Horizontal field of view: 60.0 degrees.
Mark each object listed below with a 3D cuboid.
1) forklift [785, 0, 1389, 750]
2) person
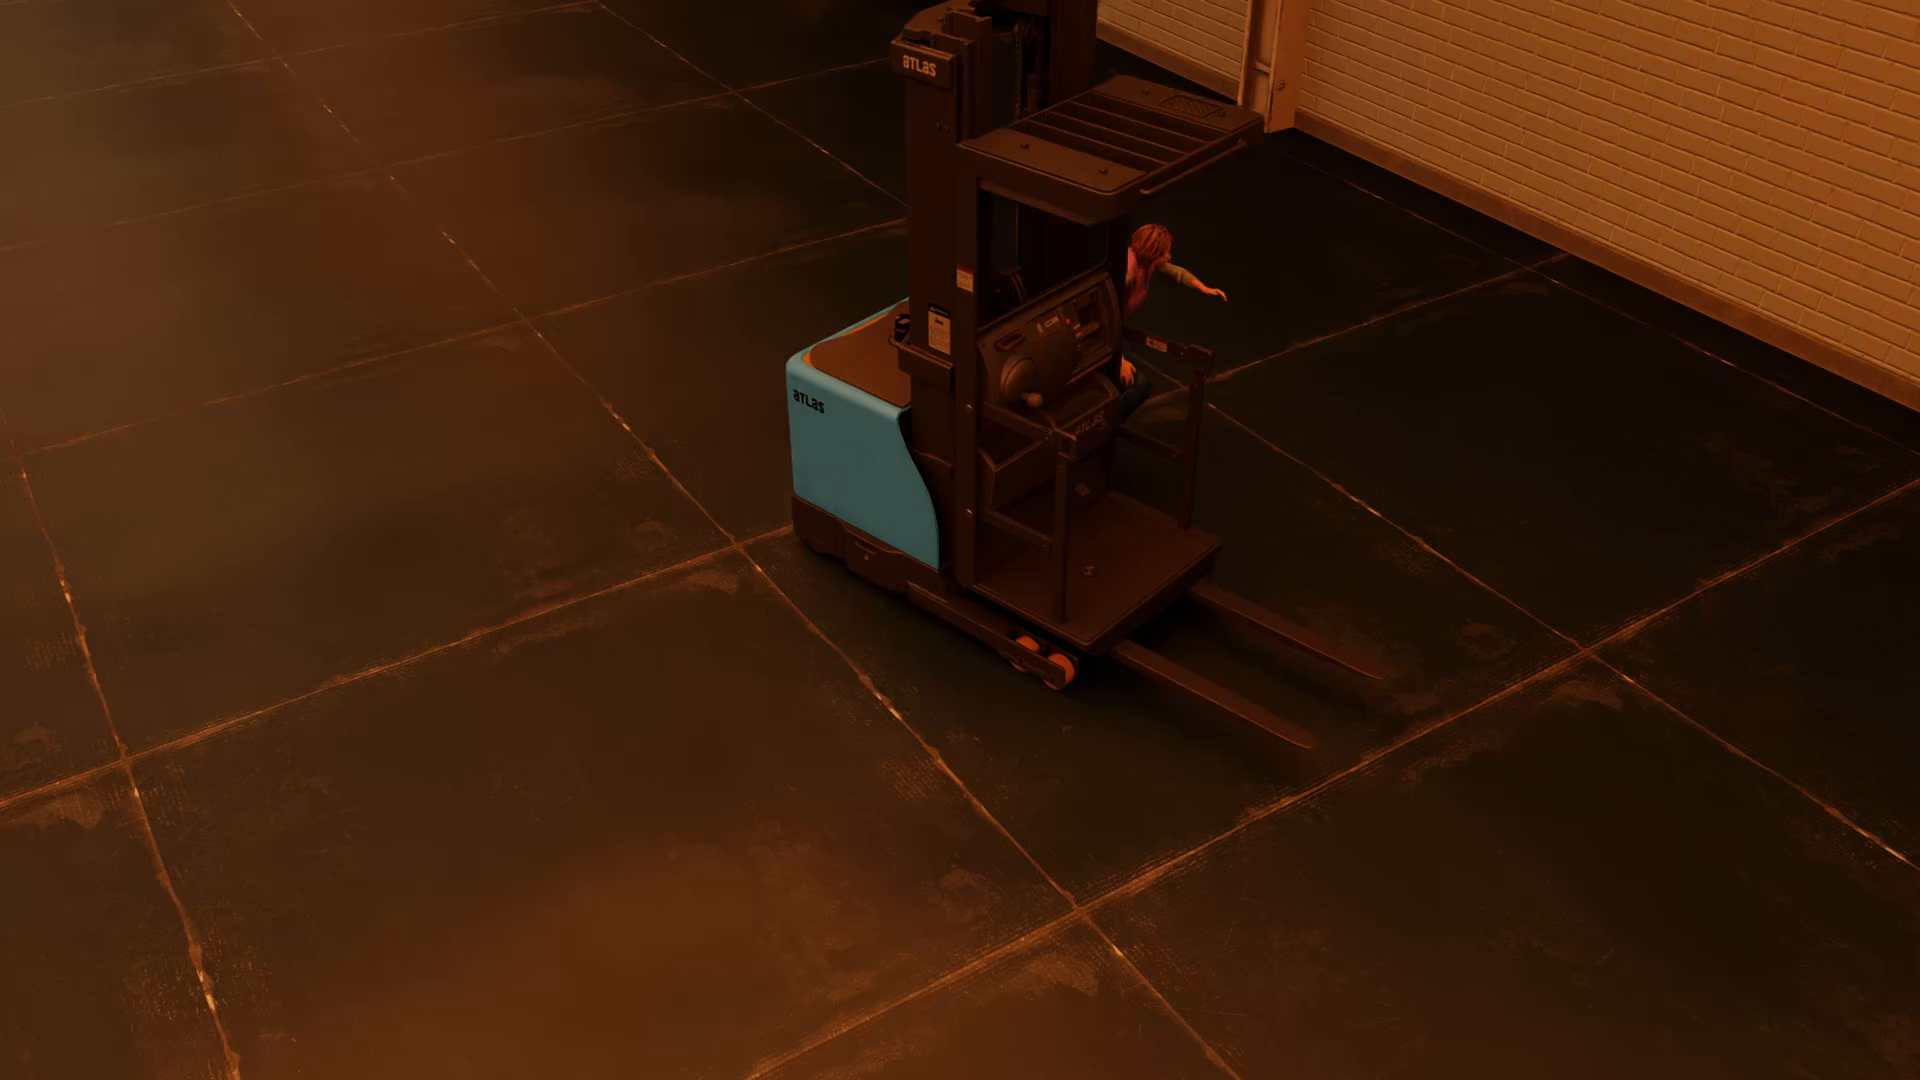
[{"bbox_3d":[0.570,-0.850,7.358,3.031,2.935,1.130,27,43,33],"label":"forklift"},{"bbox_3d":[0.961,-1.006,8.934,0.838,1.366,0.916,9,36,13],"label":"person"}]
